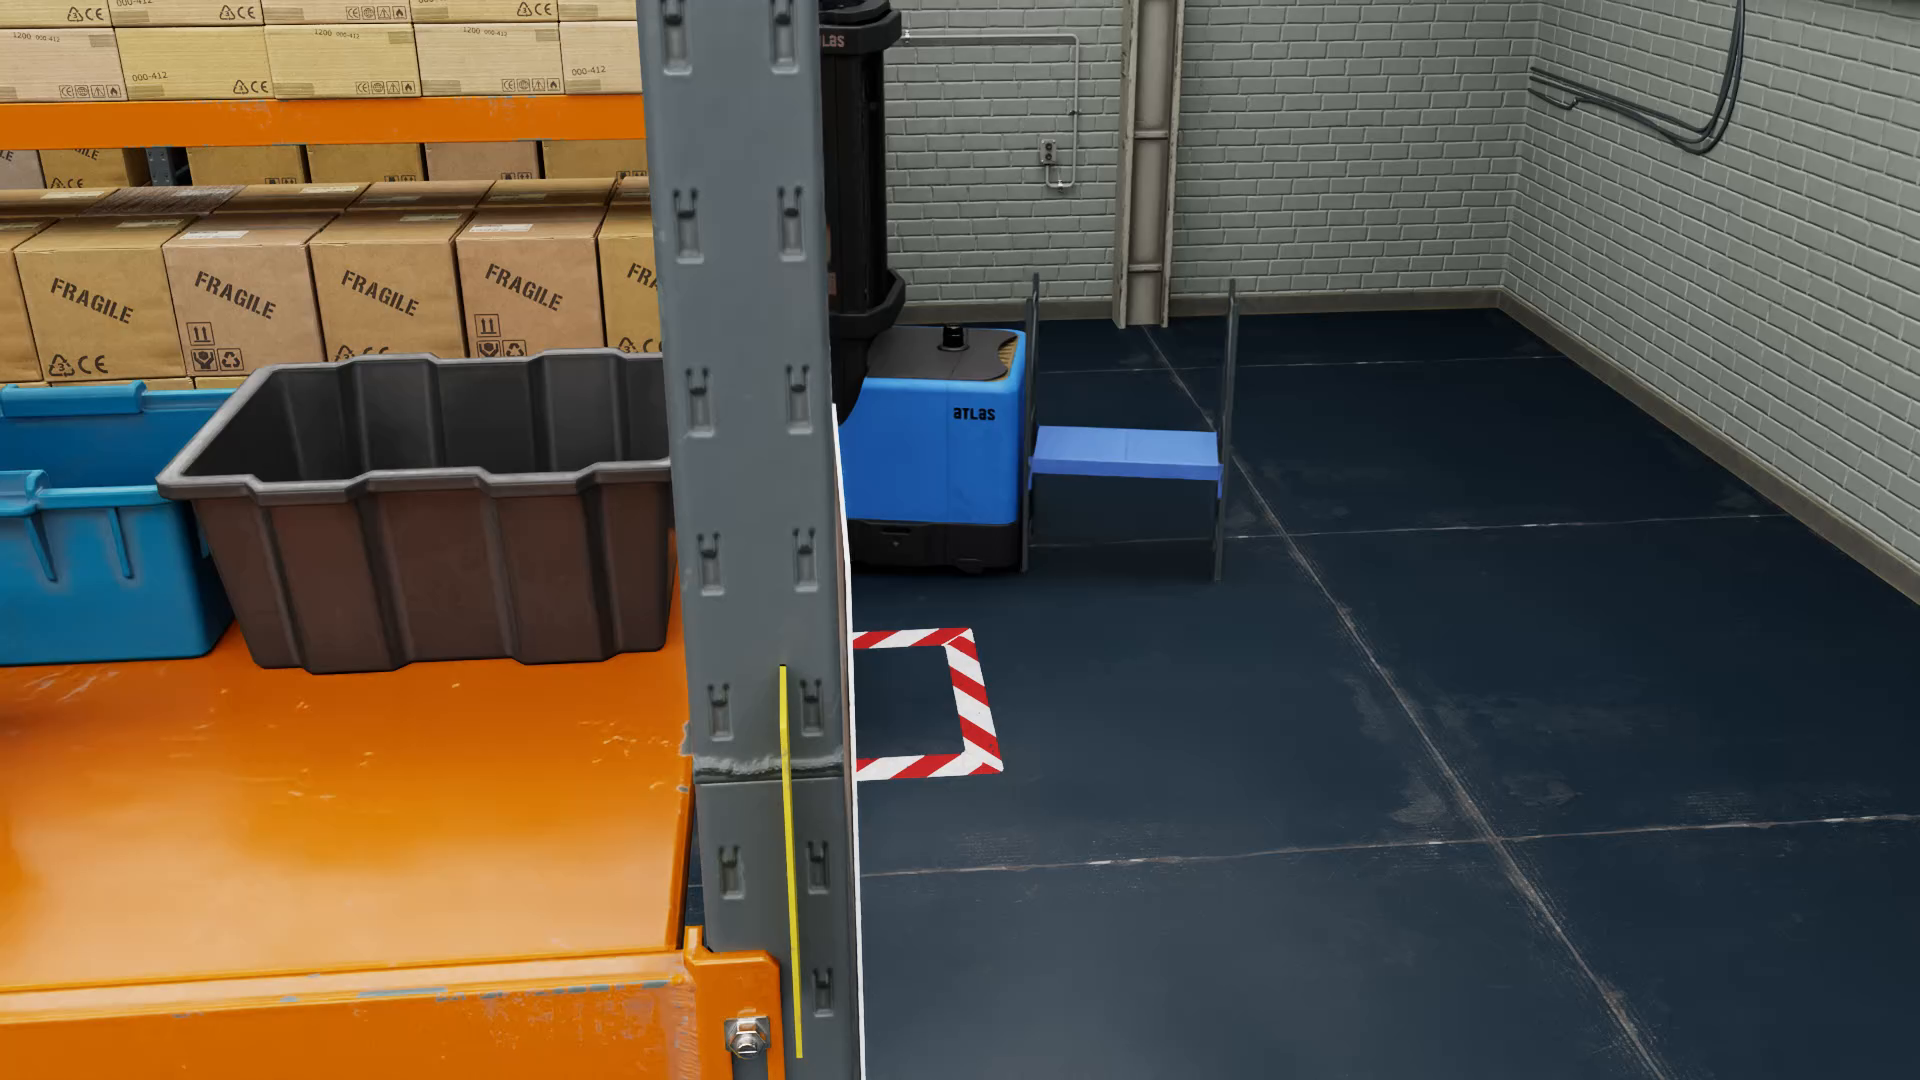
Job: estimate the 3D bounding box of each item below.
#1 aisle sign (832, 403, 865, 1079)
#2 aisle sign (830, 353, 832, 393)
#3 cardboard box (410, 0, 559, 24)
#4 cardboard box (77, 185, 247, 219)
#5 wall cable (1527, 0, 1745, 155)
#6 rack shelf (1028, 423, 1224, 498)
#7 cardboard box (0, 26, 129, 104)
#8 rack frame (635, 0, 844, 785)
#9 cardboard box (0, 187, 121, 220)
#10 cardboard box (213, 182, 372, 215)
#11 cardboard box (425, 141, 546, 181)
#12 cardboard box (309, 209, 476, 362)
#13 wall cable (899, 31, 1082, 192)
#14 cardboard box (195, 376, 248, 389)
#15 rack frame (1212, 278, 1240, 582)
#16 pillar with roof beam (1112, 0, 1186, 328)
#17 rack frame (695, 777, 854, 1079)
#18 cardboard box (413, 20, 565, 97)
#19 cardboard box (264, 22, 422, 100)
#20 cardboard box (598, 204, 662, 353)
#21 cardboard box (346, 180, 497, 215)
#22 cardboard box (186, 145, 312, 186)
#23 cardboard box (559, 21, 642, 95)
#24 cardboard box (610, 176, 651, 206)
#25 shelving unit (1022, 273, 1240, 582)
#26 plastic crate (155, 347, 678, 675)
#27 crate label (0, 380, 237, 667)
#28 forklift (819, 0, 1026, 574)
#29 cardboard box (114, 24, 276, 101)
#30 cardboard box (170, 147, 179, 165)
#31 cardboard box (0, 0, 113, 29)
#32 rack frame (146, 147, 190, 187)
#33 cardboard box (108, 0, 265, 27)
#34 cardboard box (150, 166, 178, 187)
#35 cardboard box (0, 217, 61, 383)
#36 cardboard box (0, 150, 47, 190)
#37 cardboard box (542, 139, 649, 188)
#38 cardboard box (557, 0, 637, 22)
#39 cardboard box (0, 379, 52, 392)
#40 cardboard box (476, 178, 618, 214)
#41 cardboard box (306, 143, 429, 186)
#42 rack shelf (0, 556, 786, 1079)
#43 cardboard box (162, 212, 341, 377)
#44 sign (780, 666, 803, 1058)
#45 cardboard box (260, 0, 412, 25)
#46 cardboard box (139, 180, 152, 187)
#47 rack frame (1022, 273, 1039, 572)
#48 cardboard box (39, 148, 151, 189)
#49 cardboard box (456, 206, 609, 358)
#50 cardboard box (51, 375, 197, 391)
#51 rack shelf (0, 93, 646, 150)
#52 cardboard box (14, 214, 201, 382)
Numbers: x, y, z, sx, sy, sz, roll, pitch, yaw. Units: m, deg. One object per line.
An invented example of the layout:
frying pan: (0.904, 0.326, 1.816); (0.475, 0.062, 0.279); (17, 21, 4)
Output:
aisle sign: (-0.110, 0.300, 1.682); (0.004, 0.787, 0.394); (-2, 24, -5)
aisle sign: (-0.168, 0.061, 2.219); (0.004, 0.787, 0.394); (-2, 24, -5)
cardboard box: (-1.677, -2.017, 5.971); (0.500, 0.250, 0.500); (-2, 24, -5)
cardboard box: (-3.185, -1.140, 6.767); (0.500, 0.500, 0.500); (-2, 24, -5)
wall cable: (4.480, -4.036, 11.074); (0.112, 2.526, 3.097); (-2, 24, -5)
rack shelf: (0.878, -0.427, 8.807); (1.000, 0.185, 0.538); (3, 24, 6)
cardboard box: (-3.170, -1.730, 5.940); (0.500, 0.250, 0.500); (-2, 24, -5)
rack frame: (-0.210, -1.369, 1.252); (0.127, 3.000, 1.000); (-2, 24, -5)
cardboard box: (-3.687, -1.120, 6.722); (0.500, 0.500, 0.500); (-3, 24, -6)
cardboard box: (-2.684, -1.159, 6.811); (0.500, 0.500, 0.500); (-3, 24, -6)
cardboard box: (-3.173, -2.685, 11.228); (0.700, 0.700, 0.980); (-3, 24, -8)
cardboard box: (-2.128, -0.961, 6.364); (0.500, 0.500, 0.500); (-2, 24, -4)
wall cable: (-0.003, -3.530, 12.248); (1.851, 1.984, 0.084); (-2, 24, -5)
cardboard box: (-2.627, -0.488, 6.532); (0.500, 0.500, 0.500); (-3, 24, -6)
rack frame: (1.383, -0.568, 8.681); (0.032, 1.500, 0.500); (3, 24, 6)
pillar with roof beam: (1.841, -4.091, 7.375); (0.400, 9.000, 9.100); (-2, 24, -5)
rack frame: (-0.210, 1.372, 2.470); (0.127, 3.000, 1.000); (-2, 24, -5)
cardboard box: (-1.678, -1.790, 6.075); (0.500, 0.250, 0.500); (-2, 24, -5)
cardboard box: (-2.174, -1.765, 6.018); (0.500, 0.250, 0.500); (-2, 24, -5)
cardboard box: (-1.109, -1.004, 6.461); (0.500, 0.500, 0.500); (-3, 24, -6)
cardboard box: (-2.179, -1.180, 6.857); (0.500, 0.500, 0.500); (-2, 24, -4)
cardboard box: (-4.623, -2.625, 11.093); (0.700, 0.700, 0.980); (-2, 24, -4)
cardboard box: (-1.179, -1.805, 6.110); (0.500, 0.250, 0.500); (-2, 24, -5)
cardboard box: (-1.161, -1.222, 6.951); (0.500, 0.500, 0.500); (-2, 24, -4)
shelving unit: (0.878, -0.591, 8.733); (1.048, 1.500, 0.538); (3, 24, 6)
plastic crate: (-0.621, -0.036, 2.106); (0.590, 0.269, 0.497); (-2, 24, -5)
crate label: (-1.160, -0.024, 2.102); (0.502, 0.251, 0.408); (-2, 24, -5)
forklift: (-1.145, -1.403, 8.798); (3.031, 2.935, 1.130); (3, 24, 6)
cardboard box: (-2.673, -1.751, 5.988); (0.500, 0.250, 0.500); (-2, 24, -5)
cardboard box: (-5.647, -2.747, 11.223); (0.500, 0.500, 0.500); (-3, 24, -7)
cardboard box: (-3.170, -1.956, 5.834); (0.500, 0.250, 0.500); (-2, 24, -5)
rack frame: (-5.165, -2.473, 11.120); (0.127, 3.000, 1.000); (-2, 24, -5)
cardboard box: (-2.672, -1.976, 5.879); (0.500, 0.250, 0.500); (-2, 24, -5)
cardboard box: (-5.518, -2.434, 11.317); (0.250, 0.149, 0.380); (-3, 24, -7)
cardboard box: (-3.664, -0.899, 6.225); (0.500, 0.500, 0.500); (-3, 24, -7)
cardboard box: (-6.106, -2.519, 10.710); (0.500, 0.500, 0.500); (-2, 24, -5)
cardboard box: (-2.414, -2.711, 11.288); (0.700, 0.700, 0.980); (-2, 24, -6)
cardboard box: (-1.180, -2.037, 6.017); (0.500, 0.250, 0.500); (-2, 24, -5)
cardboard box: (-3.631, -0.448, 6.442); (0.500, 0.500, 0.500); (-2, 24, -4)
cardboard box: (-1.681, -1.198, 6.898); (0.500, 0.500, 0.500); (-2, 24, -5)
cardboard box: (-3.896, -2.652, 11.154); (0.700, 0.700, 0.980); (-3, 24, -6)
rack shelf: (-2.201, 0.410, 1.827); (4.000, 0.370, 1.077); (-2, 24, -5)
cardboard box: (-2.639, -0.940, 6.318); (0.500, 0.500, 0.500); (-2, 24, -4)
sign: (-0.140, 0.271, 1.383); (0.005, 0.325, 0.100); (-2, 24, -5)
cardboard box: (-2.175, -1.999, 5.930); (0.500, 0.250, 0.500); (-2, 24, -5)
cardboard box: (-5.473, -2.239, 10.879); (0.250, 0.149, 0.380); (-2, 24, -5)
rack frame: (0.373, -0.614, 8.785); (0.032, 1.500, 0.500); (3, 24, 6)
cardboard box: (-5.599, -2.543, 10.765); (0.500, 0.500, 0.500); (-3, 24, -6)
cardboard box: (-1.612, -0.983, 6.415); (0.500, 0.500, 0.500); (-2, 24, -4)
cardboard box: (-3.133, -0.467, 6.485); (0.500, 0.500, 0.500); (-2, 24, -5)
rack shelf: (-2.684, -1.592, 6.332); (4.000, 0.370, 1.077); (-2, 24, -5)
cardboard box: (-3.153, -0.919, 6.271); (0.500, 0.500, 0.500); (-3, 24, -7)
